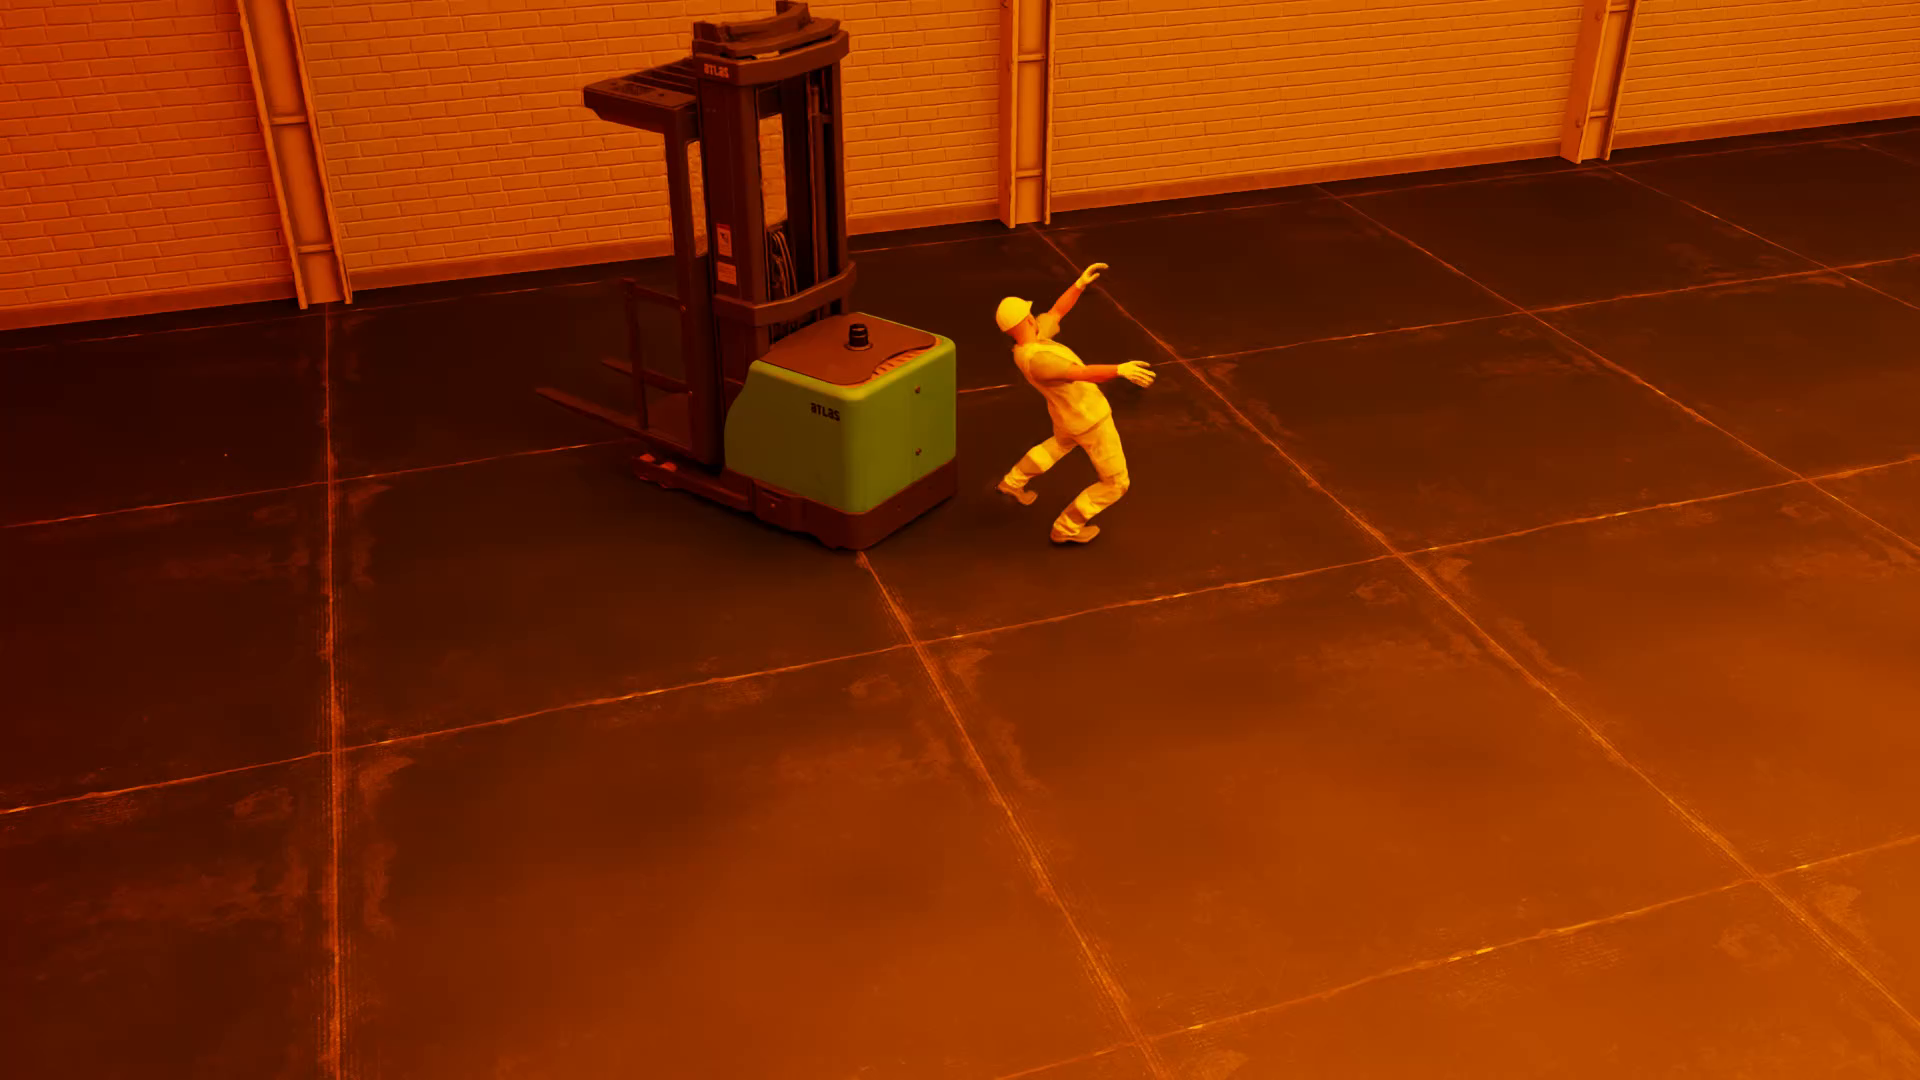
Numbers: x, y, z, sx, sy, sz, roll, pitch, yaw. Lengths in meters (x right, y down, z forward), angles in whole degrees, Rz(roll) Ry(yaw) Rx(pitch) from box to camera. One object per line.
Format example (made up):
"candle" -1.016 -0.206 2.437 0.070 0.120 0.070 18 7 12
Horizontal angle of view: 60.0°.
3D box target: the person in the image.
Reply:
"person" 0.657 -0.690 9.555 0.700 1.604 1.081 -13 32 -22

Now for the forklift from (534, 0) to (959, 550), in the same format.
"forklift" -1.495 -1.787 10.193 3.031 2.935 1.130 20 36 31
